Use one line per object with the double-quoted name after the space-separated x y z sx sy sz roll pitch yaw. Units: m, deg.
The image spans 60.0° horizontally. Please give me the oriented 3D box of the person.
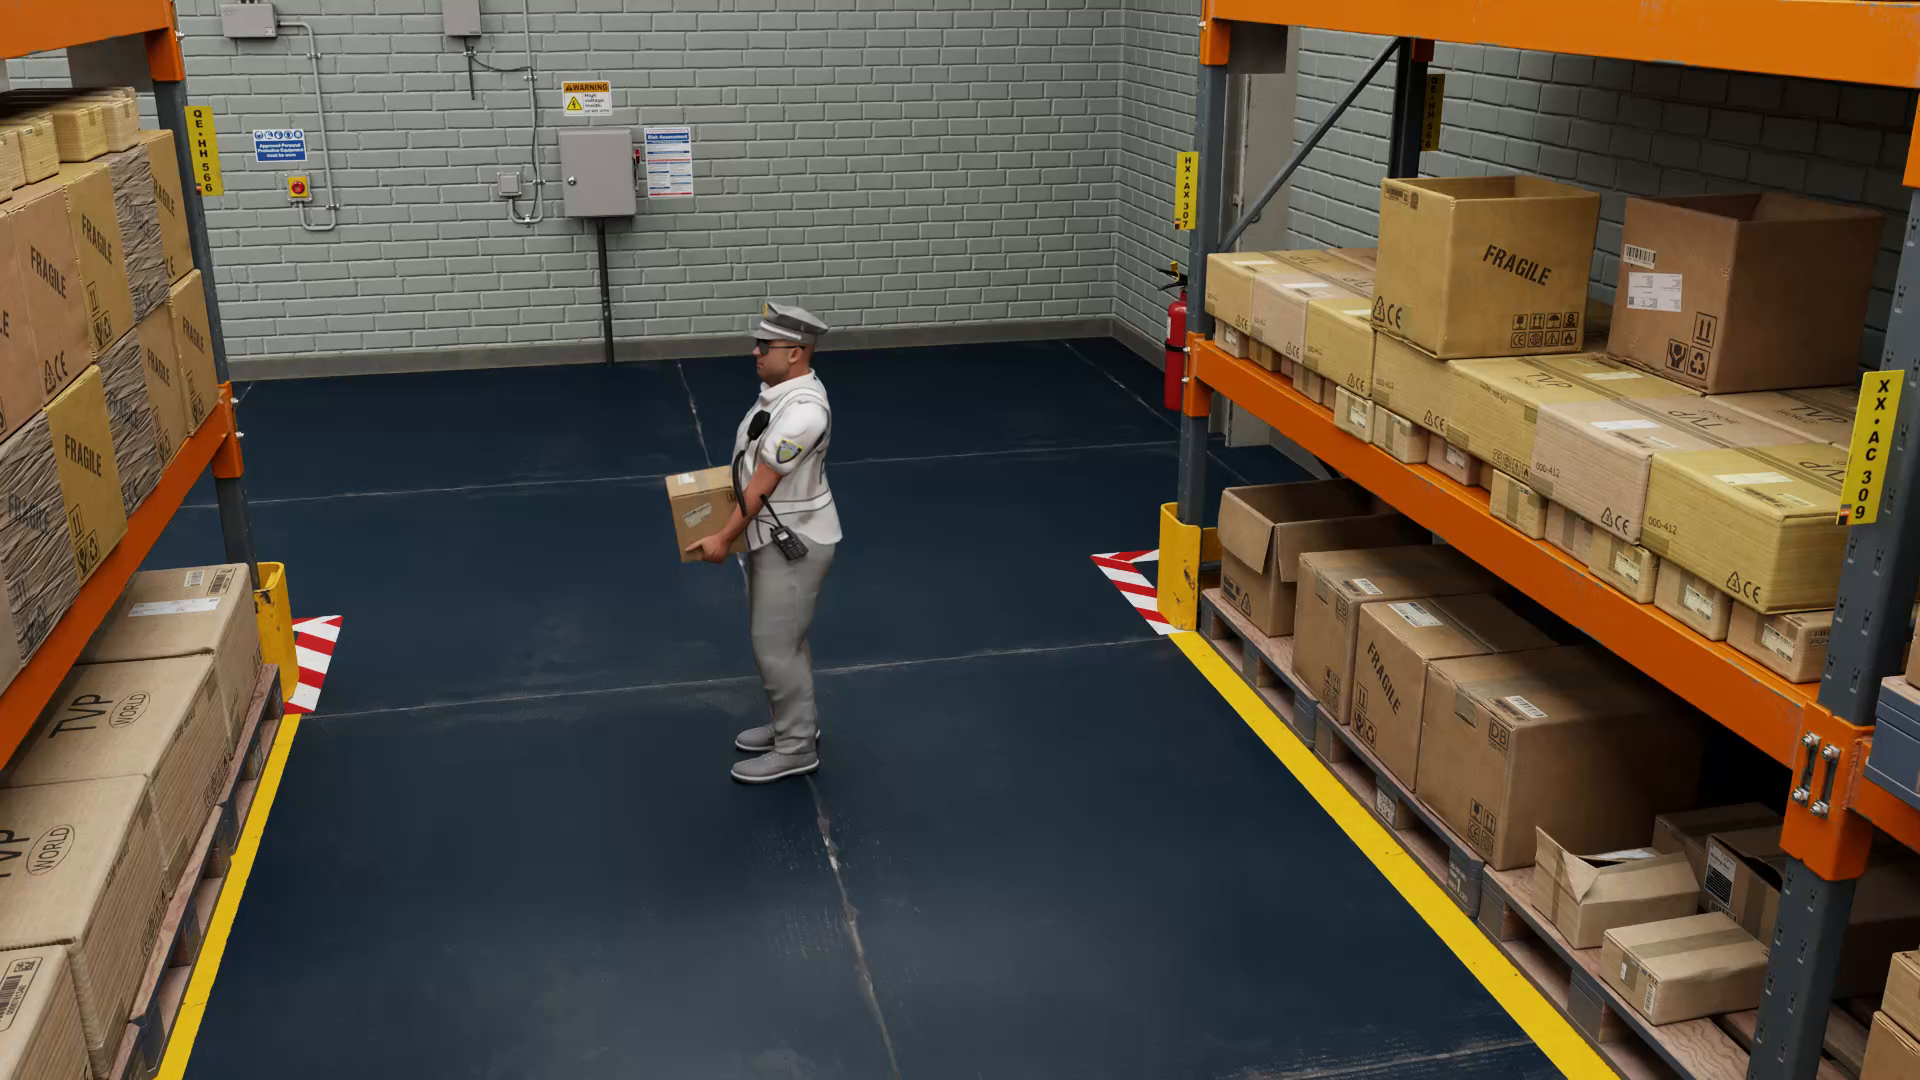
-0.713 0.011 6.007 0.566 1.771 0.490 -4 20 -12 "person"
